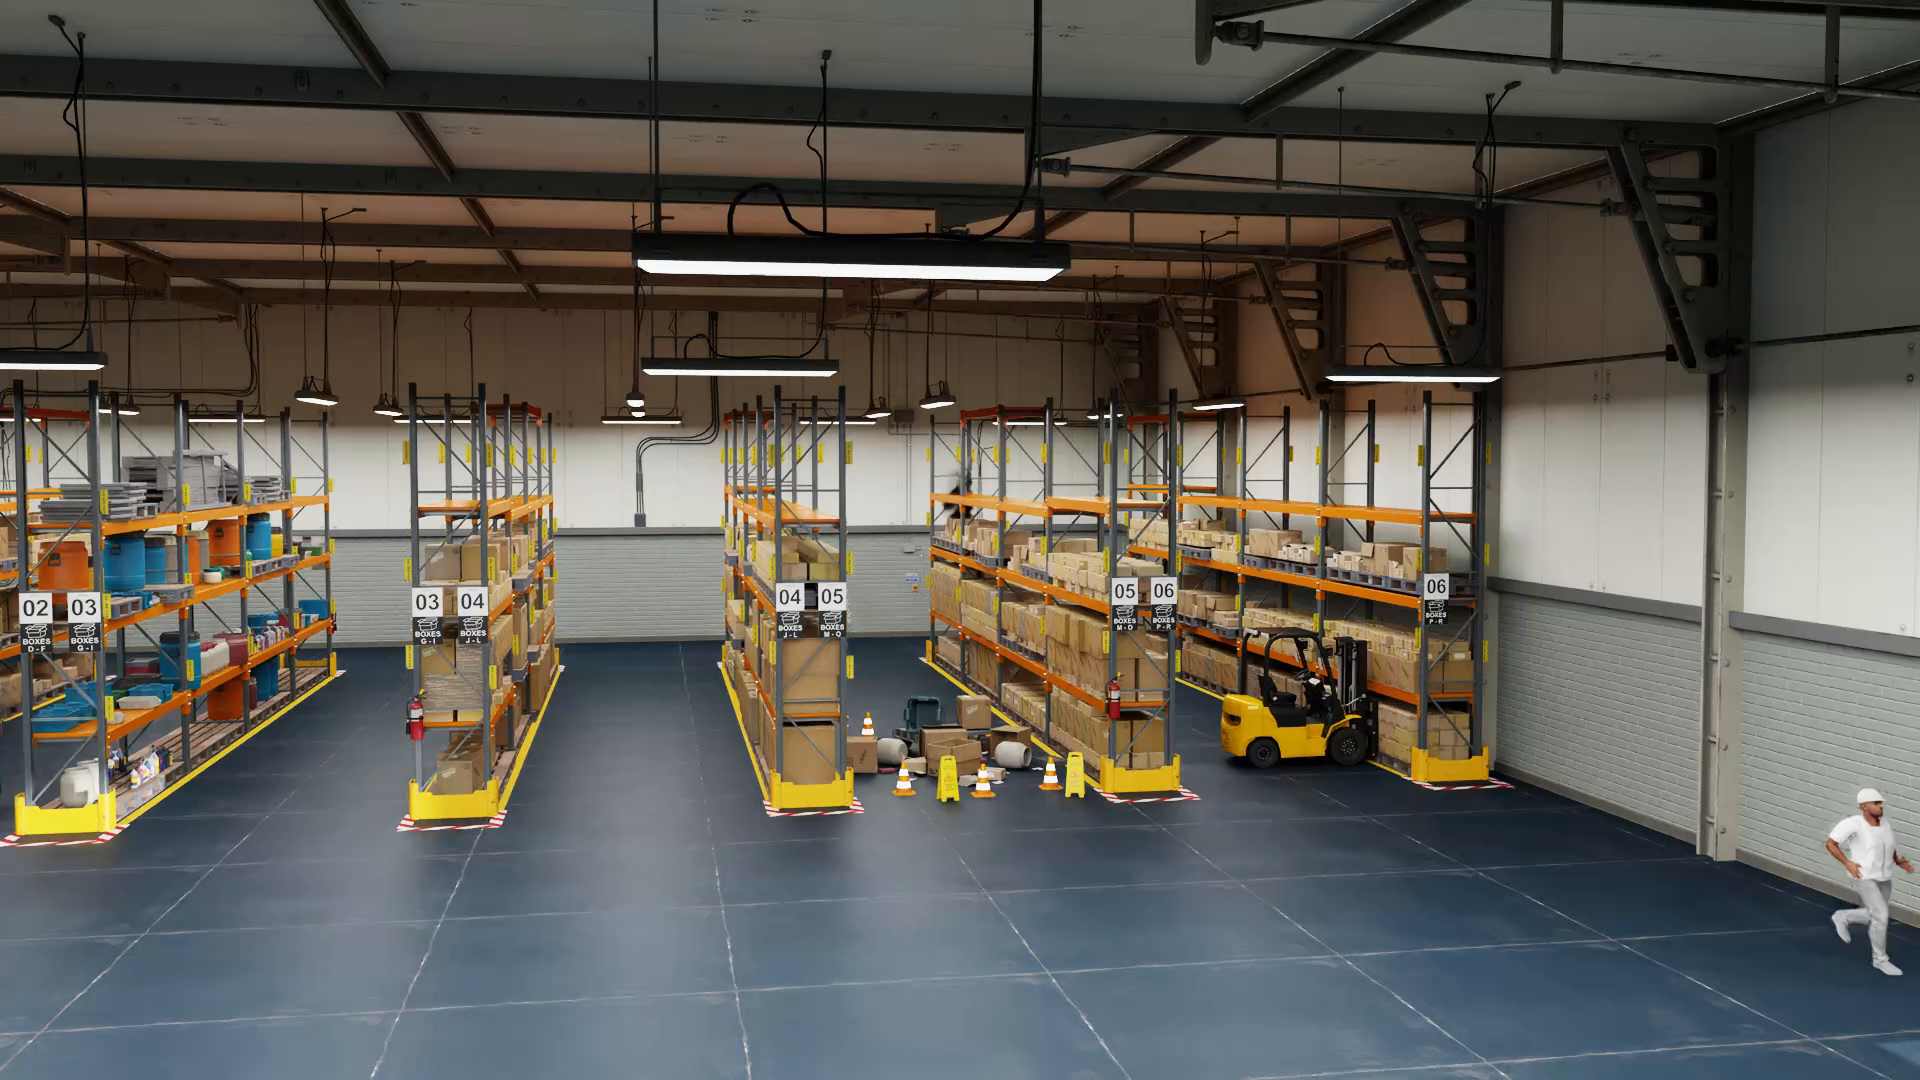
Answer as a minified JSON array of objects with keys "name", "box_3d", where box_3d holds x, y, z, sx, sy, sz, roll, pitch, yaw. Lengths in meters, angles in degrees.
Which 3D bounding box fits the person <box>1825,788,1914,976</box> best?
[{"name":"person","box_3d":[8.903,3.310,16.343,0.700,1.758,0.850,-1,3,-22]}]

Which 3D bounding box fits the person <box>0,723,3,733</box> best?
[{"name":"person","box_3d":[-13.465,2.981,22.595,0.681,1.796,0.774,0,3,-8]}]
